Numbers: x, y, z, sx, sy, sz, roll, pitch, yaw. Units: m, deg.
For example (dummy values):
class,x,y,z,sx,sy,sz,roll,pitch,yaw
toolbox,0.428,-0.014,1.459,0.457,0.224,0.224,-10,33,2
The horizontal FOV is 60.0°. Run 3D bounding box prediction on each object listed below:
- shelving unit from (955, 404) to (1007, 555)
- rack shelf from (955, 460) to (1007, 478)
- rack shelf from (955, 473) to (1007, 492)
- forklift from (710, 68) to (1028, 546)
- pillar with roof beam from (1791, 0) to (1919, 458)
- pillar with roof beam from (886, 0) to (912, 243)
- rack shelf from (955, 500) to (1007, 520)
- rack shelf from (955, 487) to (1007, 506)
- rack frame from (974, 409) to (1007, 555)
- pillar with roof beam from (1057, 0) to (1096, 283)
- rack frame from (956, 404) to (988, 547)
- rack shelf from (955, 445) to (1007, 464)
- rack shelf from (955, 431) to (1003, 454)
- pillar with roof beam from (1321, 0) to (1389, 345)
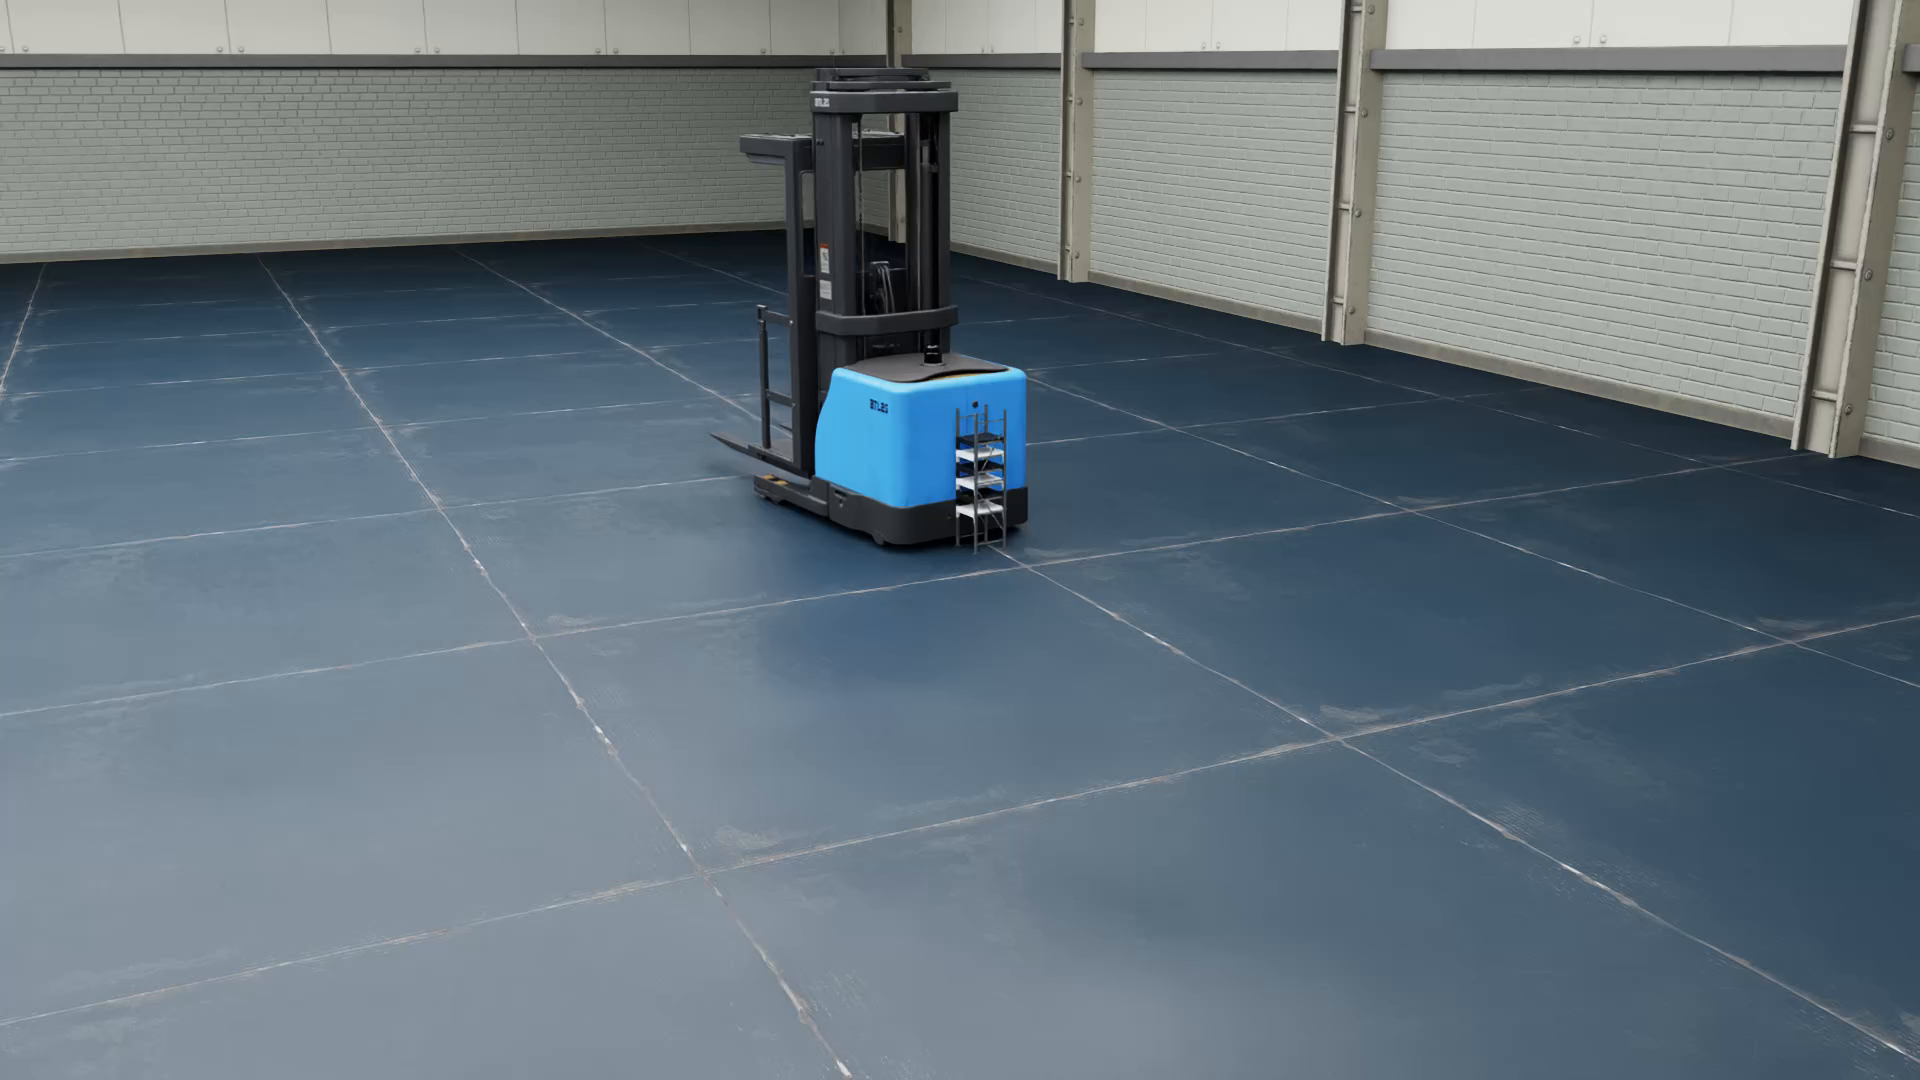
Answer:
class,x,y,z,sx,sy,sz,roll,pitch,yaw
shelving unit,0.133,-0.382,10.450,0.258,0.900,0.210,-11,19,-33
rack shelf,0.133,-0.436,10.435,0.258,0.077,0.200,-11,19,-33
rack shelf,0.133,-0.350,10.460,0.258,0.077,0.200,-11,19,-33
forklift,-0.801,-1.725,11.447,1.130,2.935,3.031,-11,19,-33
pillar with roof beam,2.997,-4.508,10.147,9.100,9.000,0.400,-8,18,-25
pillar with roof beam,-4.888,-8.972,25.700,9.100,9.000,0.400,-8,18,-25
rack shelf,0.133,-0.177,10.509,0.258,0.077,0.200,-11,19,-33
rack shelf,0.133,-0.263,10.484,0.258,0.077,0.200,-11,19,-33
rack frame,0.190,-0.359,10.370,0.240,0.900,0.006,-11,19,-33
pillar with roof beam,-2.260,-7.484,20.516,9.100,9.000,0.400,-8,18,-25
rack frame,0.075,-0.405,10.531,0.240,0.900,0.006,-11,19,-33
rack shelf,0.133,-0.523,10.410,0.258,0.077,0.200,-11,19,-33
rack shelf,0.133,-0.609,10.385,0.258,0.077,0.200,-11,19,-33
pillar with roof beam,0.369,-5.996,15.332,9.100,9.000,0.400,-8,18,-25
